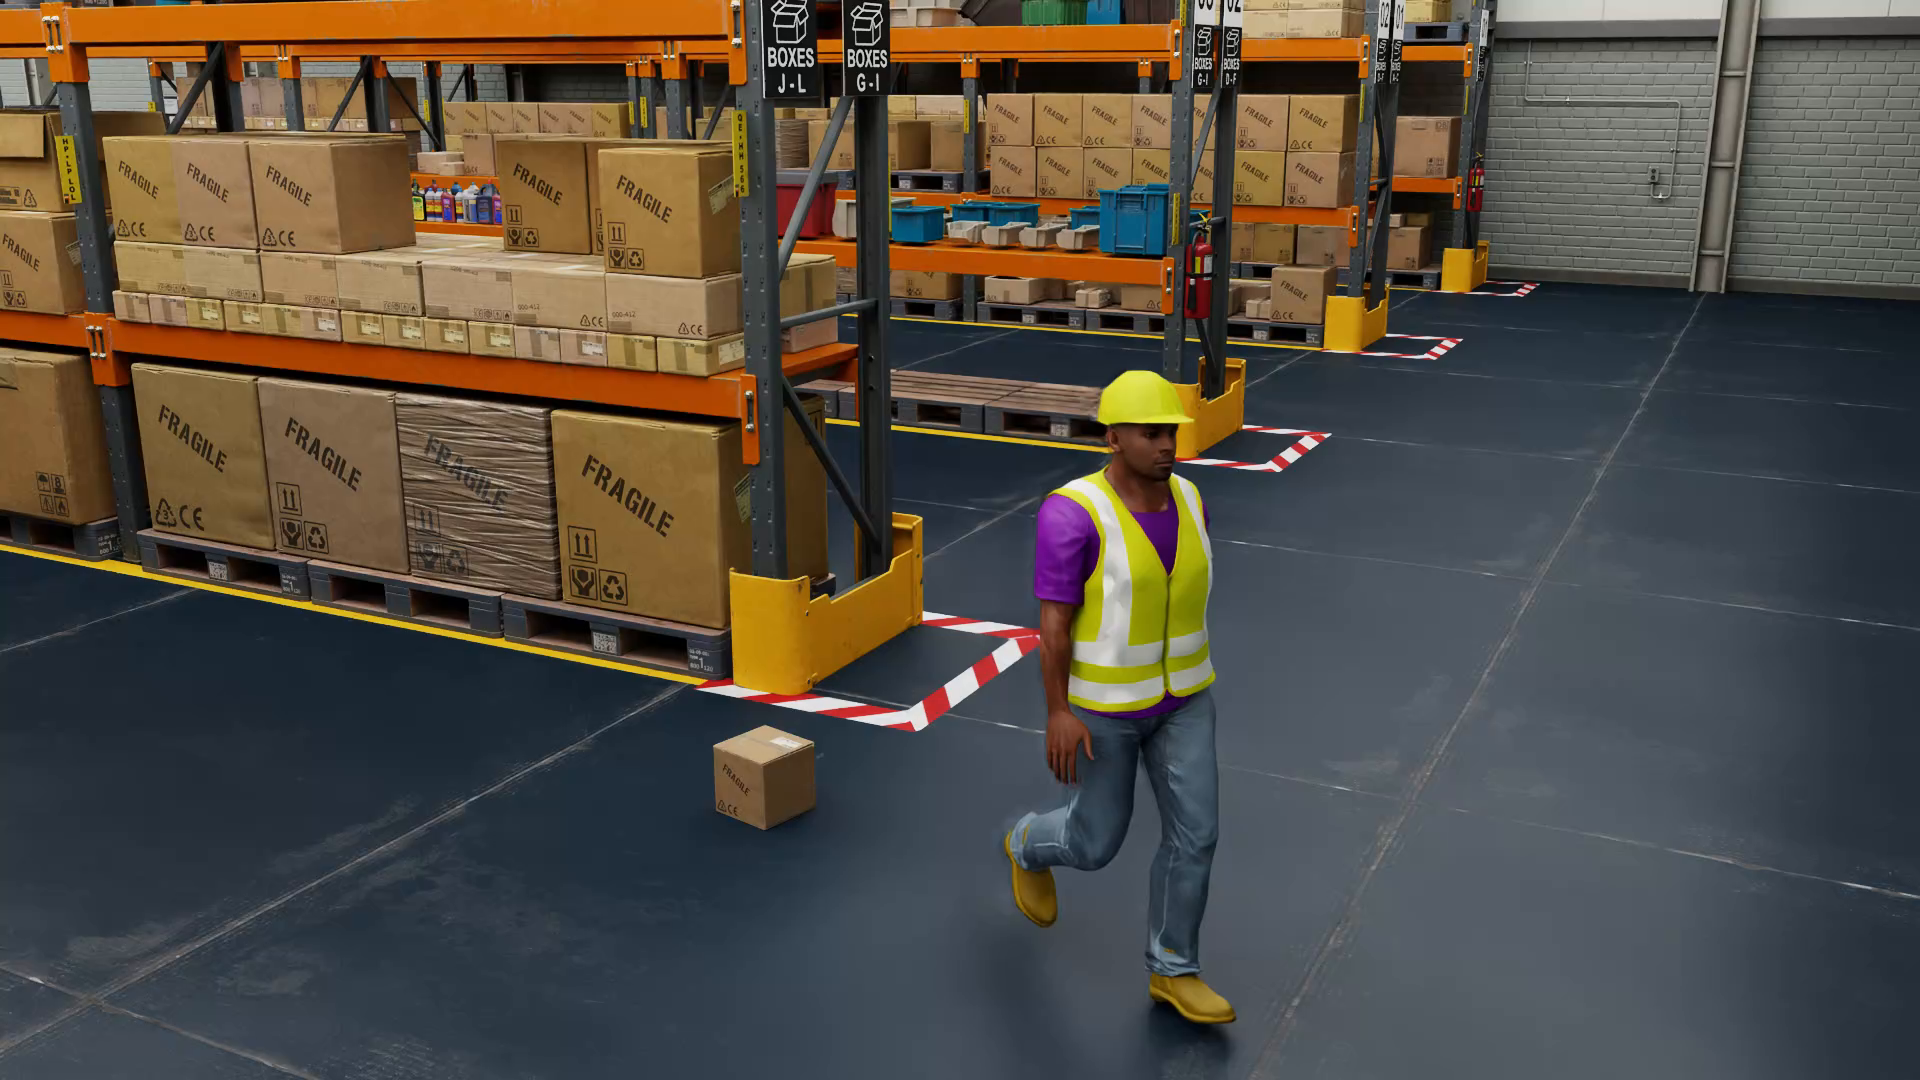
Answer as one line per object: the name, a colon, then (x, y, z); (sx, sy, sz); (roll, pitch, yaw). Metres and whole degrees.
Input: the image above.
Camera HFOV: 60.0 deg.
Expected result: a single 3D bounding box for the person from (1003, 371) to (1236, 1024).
person: (0.439, 0.402, 4.521); (0.581, 1.739, 0.849); (-7, 17, -25)
